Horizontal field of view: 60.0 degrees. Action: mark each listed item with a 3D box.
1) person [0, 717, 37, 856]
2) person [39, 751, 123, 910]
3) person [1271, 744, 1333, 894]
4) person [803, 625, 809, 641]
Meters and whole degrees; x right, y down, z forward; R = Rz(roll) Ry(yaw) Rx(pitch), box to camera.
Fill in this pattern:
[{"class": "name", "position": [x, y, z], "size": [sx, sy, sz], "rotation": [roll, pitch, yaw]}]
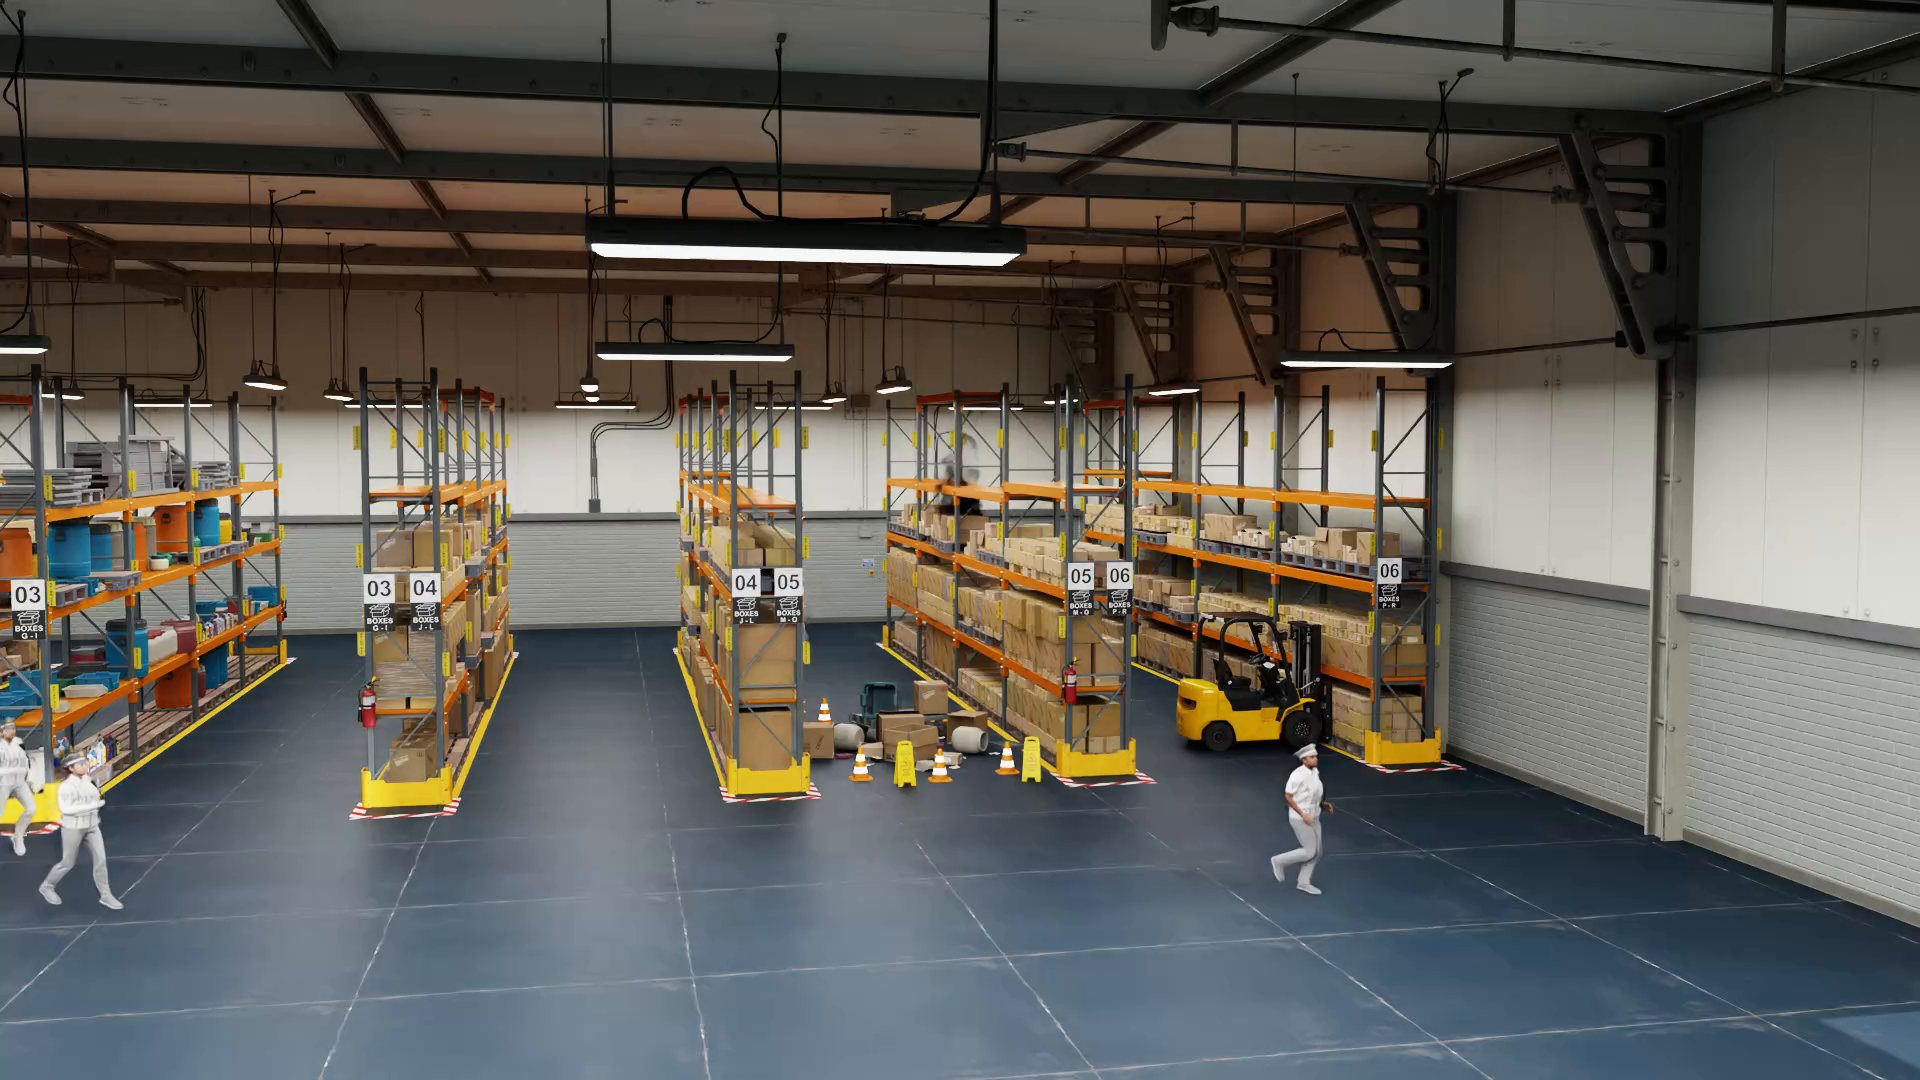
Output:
[{"class": "person", "position": [-11.448, 2.960, 20.046], "size": [0.835, 1.692, 0.619], "rotation": [2, 4, 28]}, {"class": "person", "position": [-9.369, 3.078, 17.700], "size": [0.924, 1.696, 0.604], "rotation": [1, 4, 15]}, {"class": "person", "position": [3.824, 3.079, 18.508], "size": [0.605, 1.676, 0.570], "rotation": [3, 4, 39]}, {"class": "person", "position": [-4.095, 1.752, 41.019], "size": [0.754, 1.737, 0.574], "rotation": [-1, 3, -10]}]
